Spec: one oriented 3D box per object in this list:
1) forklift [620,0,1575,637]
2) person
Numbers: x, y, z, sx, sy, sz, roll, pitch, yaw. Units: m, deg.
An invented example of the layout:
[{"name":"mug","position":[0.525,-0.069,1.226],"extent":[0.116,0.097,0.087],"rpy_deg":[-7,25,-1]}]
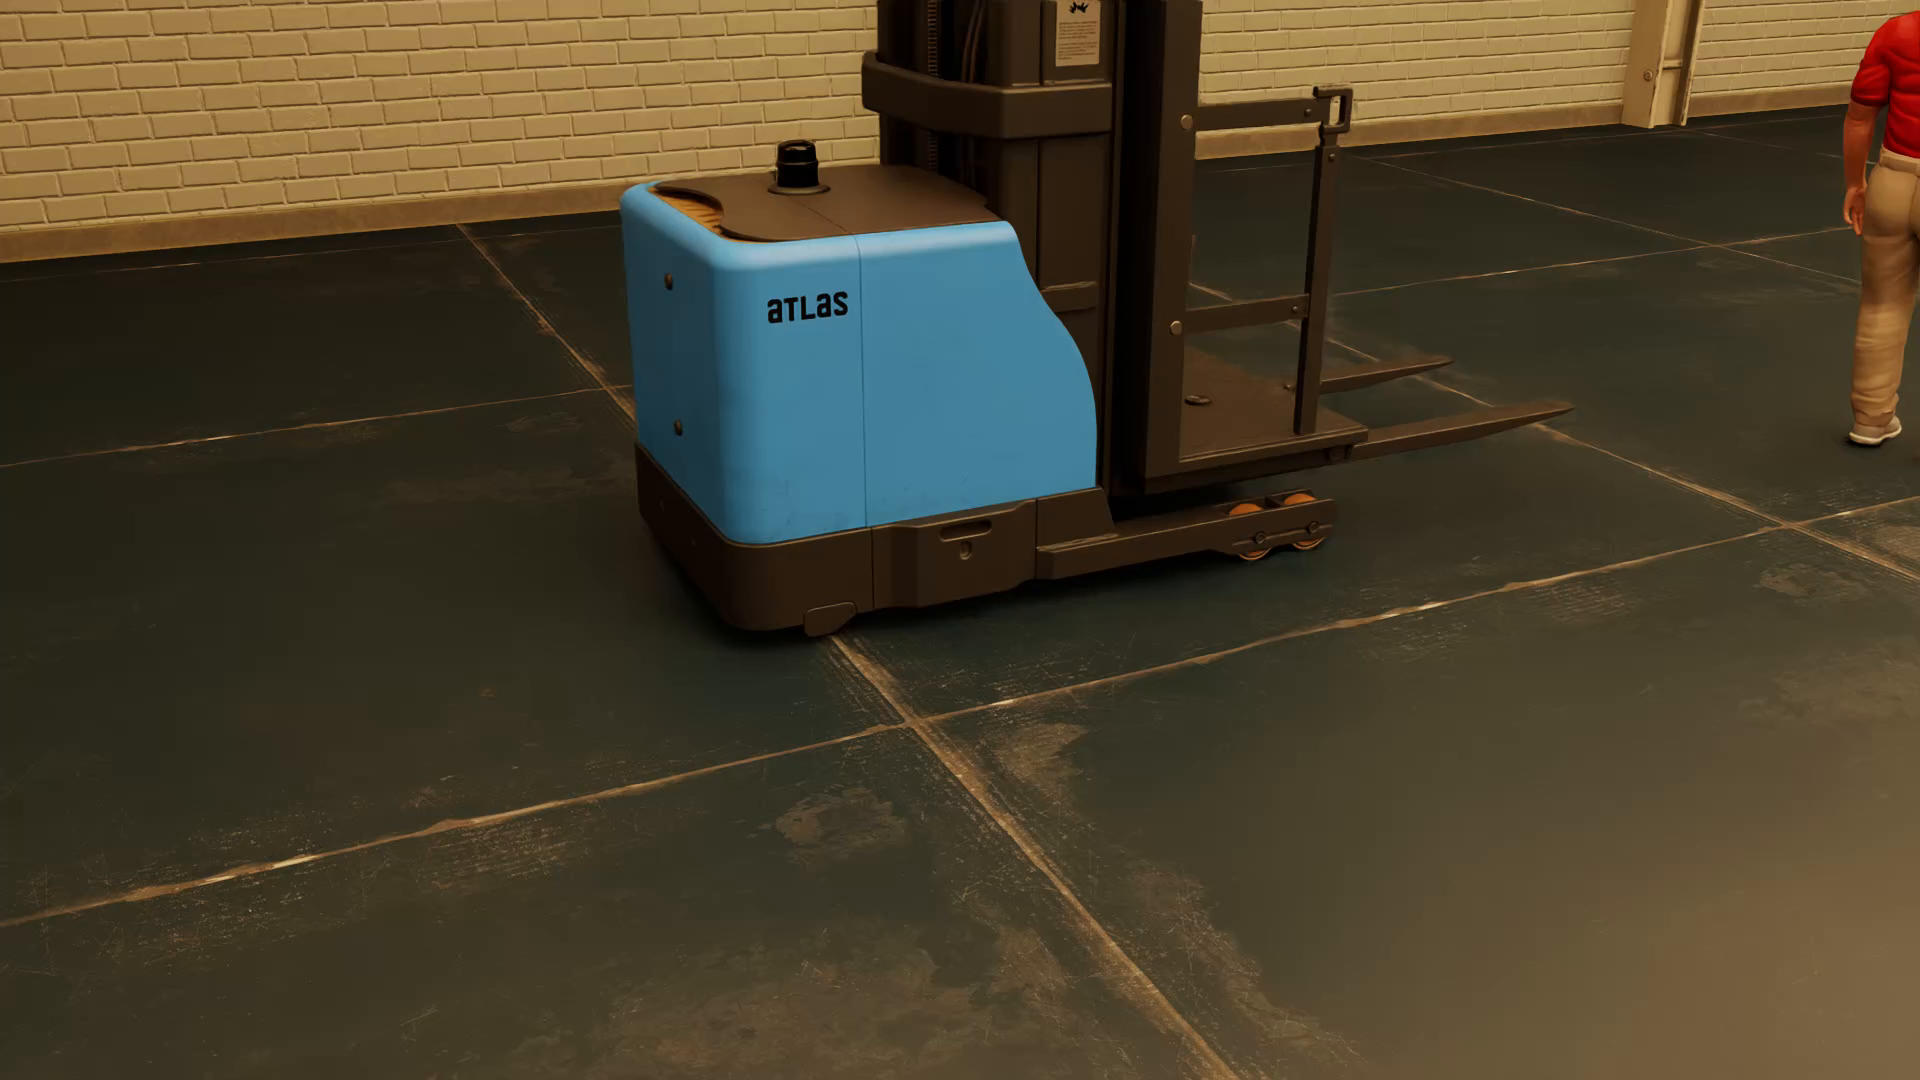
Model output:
[{"name":"forklift","position":[0.569,-1.465,4.812],"extent":[3.031,2.935,1.130],"rpy_deg":[-10,25,-23]},{"name":"person","position":[3.319,-1.144,5.601],"extent":[0.530,1.734,0.628],"rpy_deg":[-16,27,-33]}]
